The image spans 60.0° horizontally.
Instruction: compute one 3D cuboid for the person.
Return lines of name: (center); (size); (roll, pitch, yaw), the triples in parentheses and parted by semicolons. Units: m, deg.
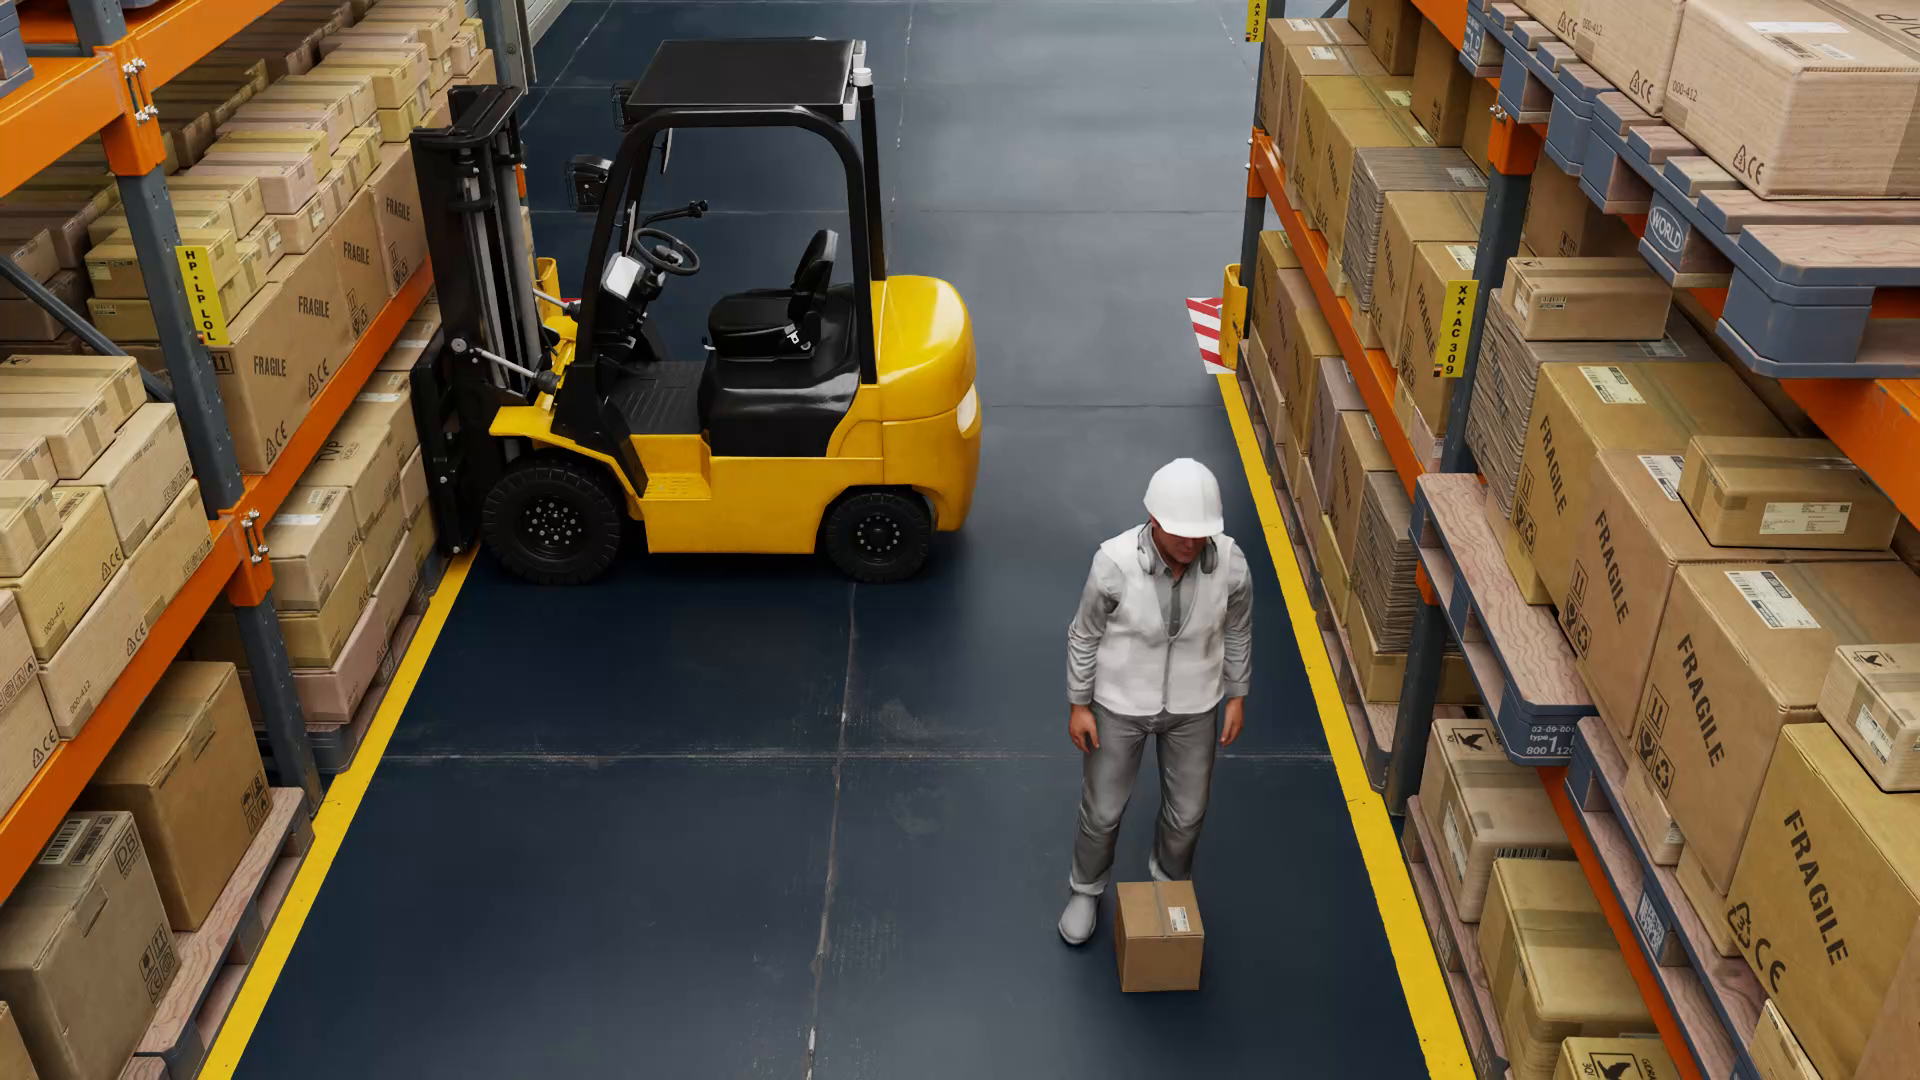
person: (0.622, 0.511, 5.270); (0.595, 1.769, 0.460); (-2, 31, -4)
